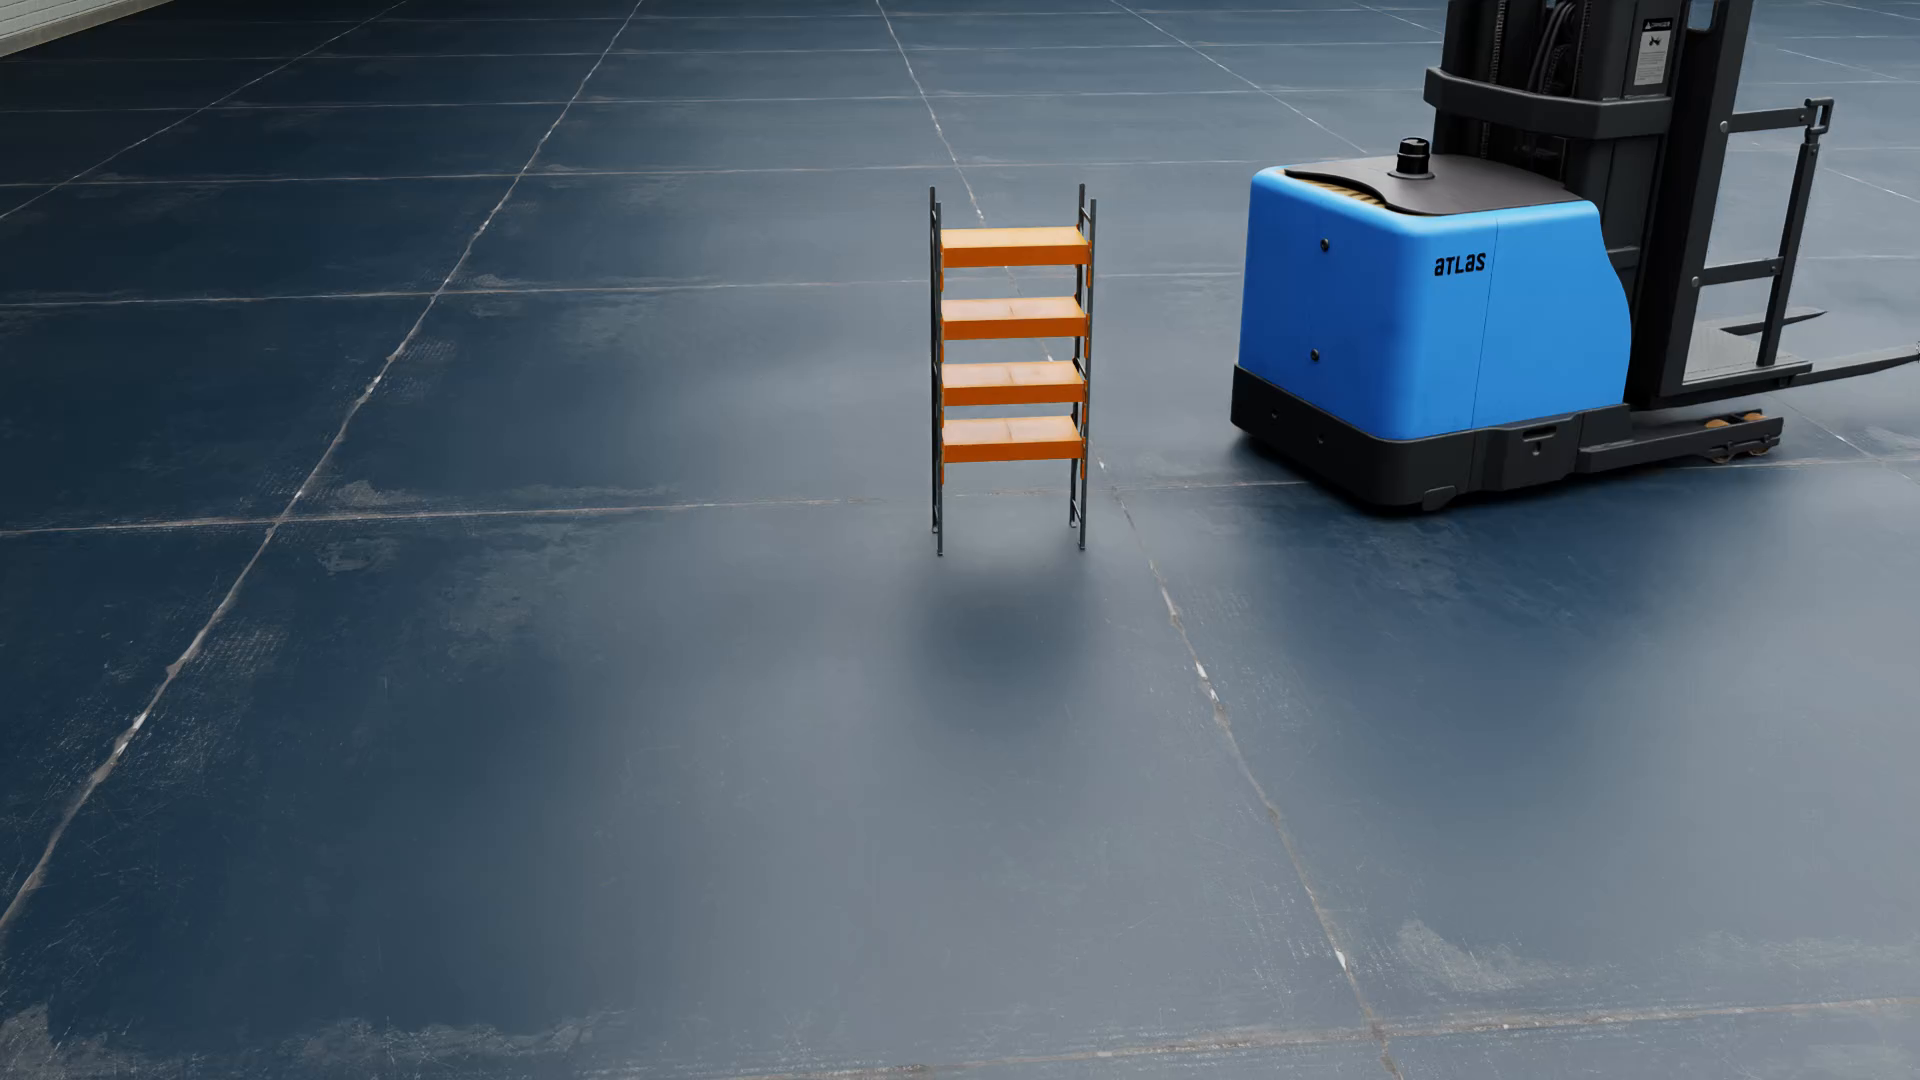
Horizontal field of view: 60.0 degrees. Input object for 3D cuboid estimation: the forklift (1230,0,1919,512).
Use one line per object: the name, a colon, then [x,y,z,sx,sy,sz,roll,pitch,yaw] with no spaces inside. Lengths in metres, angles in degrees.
forklift: [2.644,-1.820,6.237,3.031,2.935,1.130,-10,26,-22]

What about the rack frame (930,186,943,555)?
rack frame: [-0.078,-0.545,5.499,0.015,1.200,0.240,-2,24,-5]

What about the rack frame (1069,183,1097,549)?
rack frame: [0.408,-0.565,5.543,0.015,1.200,0.240,-2,24,-5]

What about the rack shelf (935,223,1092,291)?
rack shelf: [0.165,-0.914,5.362,0.480,0.148,0.258,-2,24,-5]

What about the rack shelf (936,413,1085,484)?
rack shelf: [0.165,-0.312,5.629,0.480,0.148,0.258,-2,24,-5]

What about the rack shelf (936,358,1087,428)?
rack shelf: [0.165,-0.493,5.548,0.480,0.148,0.258,-2,24,-5]

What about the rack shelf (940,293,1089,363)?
rack shelf: [0.165,-0.698,5.458,0.480,0.148,0.258,-2,24,-5]

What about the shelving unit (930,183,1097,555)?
shelving unit: [0.165,-0.555,5.521,0.503,1.200,0.258,-2,24,-5]
